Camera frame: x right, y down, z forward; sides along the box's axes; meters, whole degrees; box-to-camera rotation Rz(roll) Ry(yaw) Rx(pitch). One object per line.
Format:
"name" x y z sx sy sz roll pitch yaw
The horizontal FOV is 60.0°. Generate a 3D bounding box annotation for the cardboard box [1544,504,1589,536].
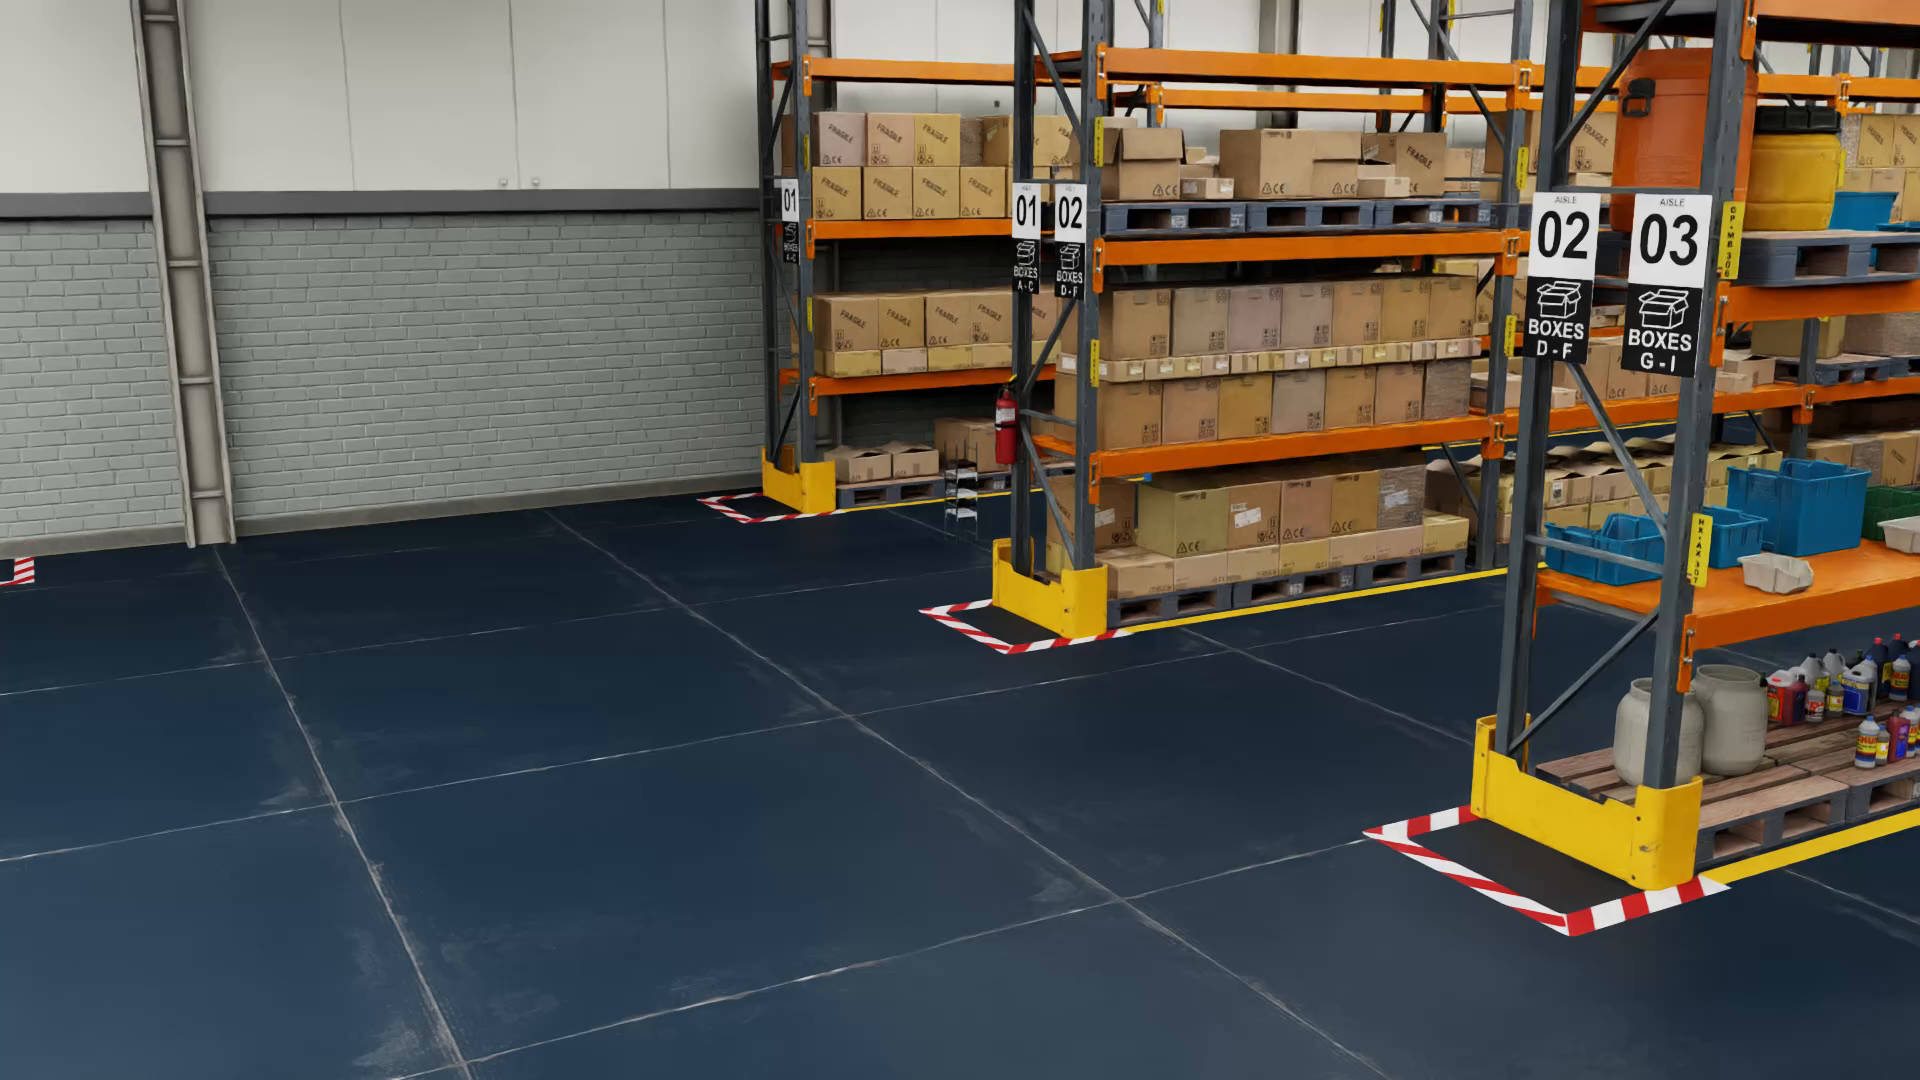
"cardboard box" 5.113 -0.213 14.531 0.500 0.250 0.500 -6 14 -26

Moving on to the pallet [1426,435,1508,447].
"pallet" 6.054 -1.385 20.781 1.213 0.211 1.003 -7 14 -28

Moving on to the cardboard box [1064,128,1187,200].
"cardboard box" 1.187 -2.727 12.054 0.637 0.503 0.797 -6 14 -24

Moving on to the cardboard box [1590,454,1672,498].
"cardboard box" 6.022 -0.596 14.955 0.500 0.311 0.500 -6 14 -26

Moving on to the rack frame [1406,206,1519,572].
"rack frame" 4.191 -1.302 14.061 0.127 3.000 1.000 -7 14 -28

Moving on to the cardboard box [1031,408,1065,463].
"cardboard box" 0.923 -1.134 18.008 0.500 0.500 0.500 -8 15 -32

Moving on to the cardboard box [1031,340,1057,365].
"cardboard box" 0.669 -1.977 17.360 0.500 0.250 0.500 -7 14 -28

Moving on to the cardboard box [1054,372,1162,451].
"cardboard box" 1.096 -0.976 12.387 0.500 0.500 0.700 -7 14 -28

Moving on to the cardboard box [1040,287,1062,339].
"cardboard box" 1.112 -2.395 17.509 0.500 0.500 0.500 -7 14 -28

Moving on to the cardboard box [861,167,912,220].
"cardboard box" -0.795 -3.394 16.251 0.500 0.500 0.500 -6 14 -24

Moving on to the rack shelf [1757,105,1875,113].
"rack shelf" 10.592 -5.689 22.440 4.000 0.370 1.077 -7 14 -28

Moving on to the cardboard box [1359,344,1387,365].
"cardboard box" 3.161 -1.490 13.194 0.250 0.149 0.380 -7 14 -28

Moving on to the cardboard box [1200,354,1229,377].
"cardboard box" 1.801 -1.326 12.465 0.250 0.149 0.380 -7 14 -29

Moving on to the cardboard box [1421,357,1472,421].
"cardboard box" 3.805 -1.302 13.837 0.500 0.500 0.700 -7 15 -29

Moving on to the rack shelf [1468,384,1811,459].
"rack shelf" 5.947 -1.161 15.075 4.000 0.370 1.077 -7 14 -28

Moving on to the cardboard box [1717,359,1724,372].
"cardboard box" 6.824 -1.622 15.688 0.500 0.311 0.500 -7 14 -29

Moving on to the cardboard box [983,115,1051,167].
"cardboard box" 0.575 -4.044 16.864 0.500 0.500 0.500 -7 15 -30

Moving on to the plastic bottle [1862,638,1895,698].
"plastic bottle" 5.488 0.756 9.950 0.185 0.351 0.144 -8 15 -30

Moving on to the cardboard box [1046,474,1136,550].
"cardboard box" 1.009 -0.224 12.870 0.500 0.500 0.500 -7 14 -28

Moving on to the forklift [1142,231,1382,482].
"forklift" 3.349 -1.738 16.156 3.031 2.935 1.130 -5 14 -22

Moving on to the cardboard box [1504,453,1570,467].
"cardboard box" 5.302 -0.644 15.170 0.500 0.311 0.500 -7 14 -28

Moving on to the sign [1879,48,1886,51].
"sign" 12.595 -6.833 22.669 0.005 0.325 0.100 -7 14 -28

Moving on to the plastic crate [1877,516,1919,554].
"plastic crate" 5.258 0.002 8.871 0.437 0.136 0.530 -7 14 -28

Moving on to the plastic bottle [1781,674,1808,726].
"plastic bottle" 4.738 0.906 9.435 0.133 0.283 0.061 -7 14 -28

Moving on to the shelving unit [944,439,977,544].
"shelving unit" 0.007 -0.440 15.014 0.210 0.900 0.258 -7 14 -28

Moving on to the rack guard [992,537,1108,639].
"rack guard" 0.659 0.341 12.454 0.348 0.500 1.175 -7 14 -28

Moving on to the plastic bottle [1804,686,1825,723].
"plastic bottle" 4.885 0.933 9.502 0.097 0.201 0.097 0 13 0

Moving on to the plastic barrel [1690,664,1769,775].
"plastic barrel" 4.032 0.946 8.782 0.421 0.512 0.421 0 13 0

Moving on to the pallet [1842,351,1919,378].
"pallet" 9.407 -1.834 16.865 1.213 0.211 1.003 -7 14 -28

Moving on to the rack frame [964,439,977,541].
"rack frame" 0.096 -0.451 15.062 0.006 0.900 0.240 -7 14 -28

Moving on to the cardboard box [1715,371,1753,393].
"cardboard box" 7.045 -1.452 15.301 0.250 0.149 0.380 -7 14 -28

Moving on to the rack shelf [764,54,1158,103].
"rack shelf" 0.059 -4.620 16.787 4.000 0.370 1.077 -7 14 -28

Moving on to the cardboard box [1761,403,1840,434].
"cardboard box" 8.458 -1.234 16.743 0.500 0.250 0.500 -6 14 -26

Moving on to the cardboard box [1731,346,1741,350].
"cardboard box" 10.683 -2.645 23.290 0.250 0.149 0.380 -7 14 -27

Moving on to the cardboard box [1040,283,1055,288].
"cardboard box" 0.846 -2.495 17.954 0.500 0.500 0.500 -7 14 -28

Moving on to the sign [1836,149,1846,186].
"sign" 7.961 -3.369 15.057 0.005 0.325 0.100 -7 14 -28

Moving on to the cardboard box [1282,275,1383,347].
"cardboard box" 2.922 -1.829 13.224 0.500 0.500 0.700 -7 14 -28

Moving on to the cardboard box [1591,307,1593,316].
"cardboard box" 7.664 -3.097 21.089 0.500 0.500 0.500 -7 14 -28

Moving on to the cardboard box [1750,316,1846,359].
"cardboard box" 8.201 -2.064 16.265 0.700 0.500 0.500 11 17 41

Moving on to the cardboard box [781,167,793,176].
"cardboard box" -1.451 -3.450 16.501 0.500 0.500 0.500 -6 14 -24

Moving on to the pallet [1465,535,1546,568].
"pallet" 4.819 -0.026 14.745 1.213 0.211 1.003 -7 14 -28

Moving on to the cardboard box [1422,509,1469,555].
"cardboard box" 3.889 -0.074 13.913 0.500 0.250 0.500 -7 14 -28

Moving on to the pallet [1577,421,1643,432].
"pallet" 8.195 -1.641 21.922 1.213 0.211 1.003 -7 14 -28

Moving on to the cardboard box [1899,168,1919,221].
"cardboard box" 8.973 -3.395 16.305 0.500 0.500 0.910 -7 14 -28

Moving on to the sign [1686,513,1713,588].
"sign" 3.310 0.046 7.444 0.005 0.325 0.100 -7 14 -28

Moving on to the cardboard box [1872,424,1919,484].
"cardboard box" 9.594 -0.874 16.853 0.500 0.500 0.500 -7 15 -30

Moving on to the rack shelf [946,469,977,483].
"rack shelf" 0.007 -0.583 14.982 0.200 0.077 0.258 -7 14 -28

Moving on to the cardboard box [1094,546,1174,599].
"cardboard box" 1.258 0.242 12.507 0.500 0.250 0.500 -7 14 -28

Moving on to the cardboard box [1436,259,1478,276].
"cardboard box" 5.873 -3.247 20.048 0.500 0.250 0.500 -6 14 -27

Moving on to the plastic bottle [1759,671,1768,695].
"plastic bottle" 4.546 0.891 9.502 0.133 0.283 0.061 -6 14 -26

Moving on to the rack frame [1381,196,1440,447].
"rack frame" 5.325 -2.677 20.171 0.127 3.000 1.000 -7 14 -28

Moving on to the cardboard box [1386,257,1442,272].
"cardboard box" 5.599 -3.344 20.477 0.500 0.250 0.500 -6 14 -26

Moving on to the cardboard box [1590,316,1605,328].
"cardboard box" 8.012 -2.806 21.271 0.250 0.149 0.380 -7 14 -28

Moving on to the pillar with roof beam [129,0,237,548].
"pillar with roof beam" -4.700 -3.541 10.349 0.400 9.000 9.100 -7 14 -28

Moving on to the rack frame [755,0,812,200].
"rack frame" -1.696 -4.762 15.773 0.127 3.000 1.000 -7 14 -28

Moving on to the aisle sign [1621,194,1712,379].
"aisle sign" 3.128 -1.130 7.378 0.004 0.787 0.394 -7 14 -28
